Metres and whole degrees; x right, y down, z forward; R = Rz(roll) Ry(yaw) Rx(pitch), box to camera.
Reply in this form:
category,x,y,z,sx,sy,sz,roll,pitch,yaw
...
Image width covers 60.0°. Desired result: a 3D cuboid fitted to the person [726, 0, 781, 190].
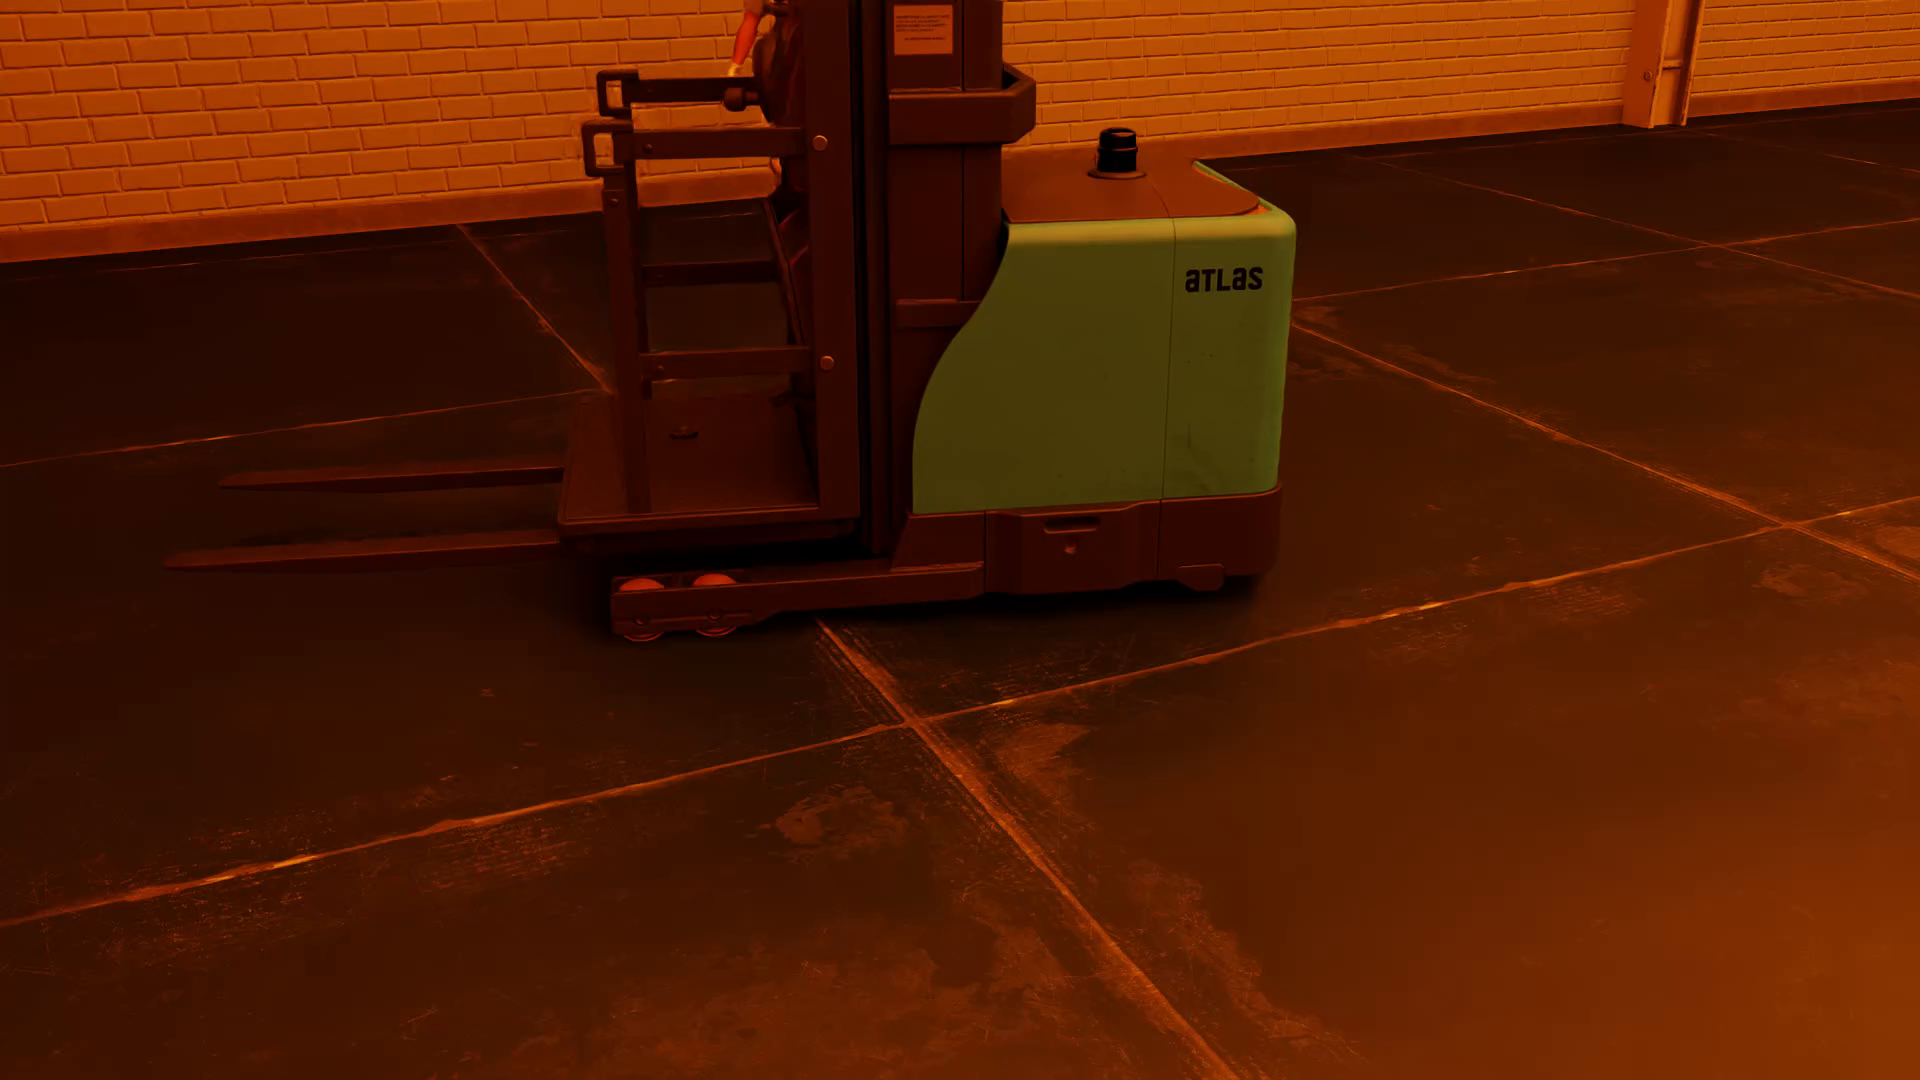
category,x,y,z,sx,sy,sz,roll,pitch,yaw
person,-0.770,-2.314,8.436,0.883,1.747,0.459,1,23,2

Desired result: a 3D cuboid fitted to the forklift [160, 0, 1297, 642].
category,x,y,z,sx,sy,sz,roll,pitch,yaw
forklift,-0.658,-1.299,4.413,3.031,2.935,1.130,-4,23,-9
